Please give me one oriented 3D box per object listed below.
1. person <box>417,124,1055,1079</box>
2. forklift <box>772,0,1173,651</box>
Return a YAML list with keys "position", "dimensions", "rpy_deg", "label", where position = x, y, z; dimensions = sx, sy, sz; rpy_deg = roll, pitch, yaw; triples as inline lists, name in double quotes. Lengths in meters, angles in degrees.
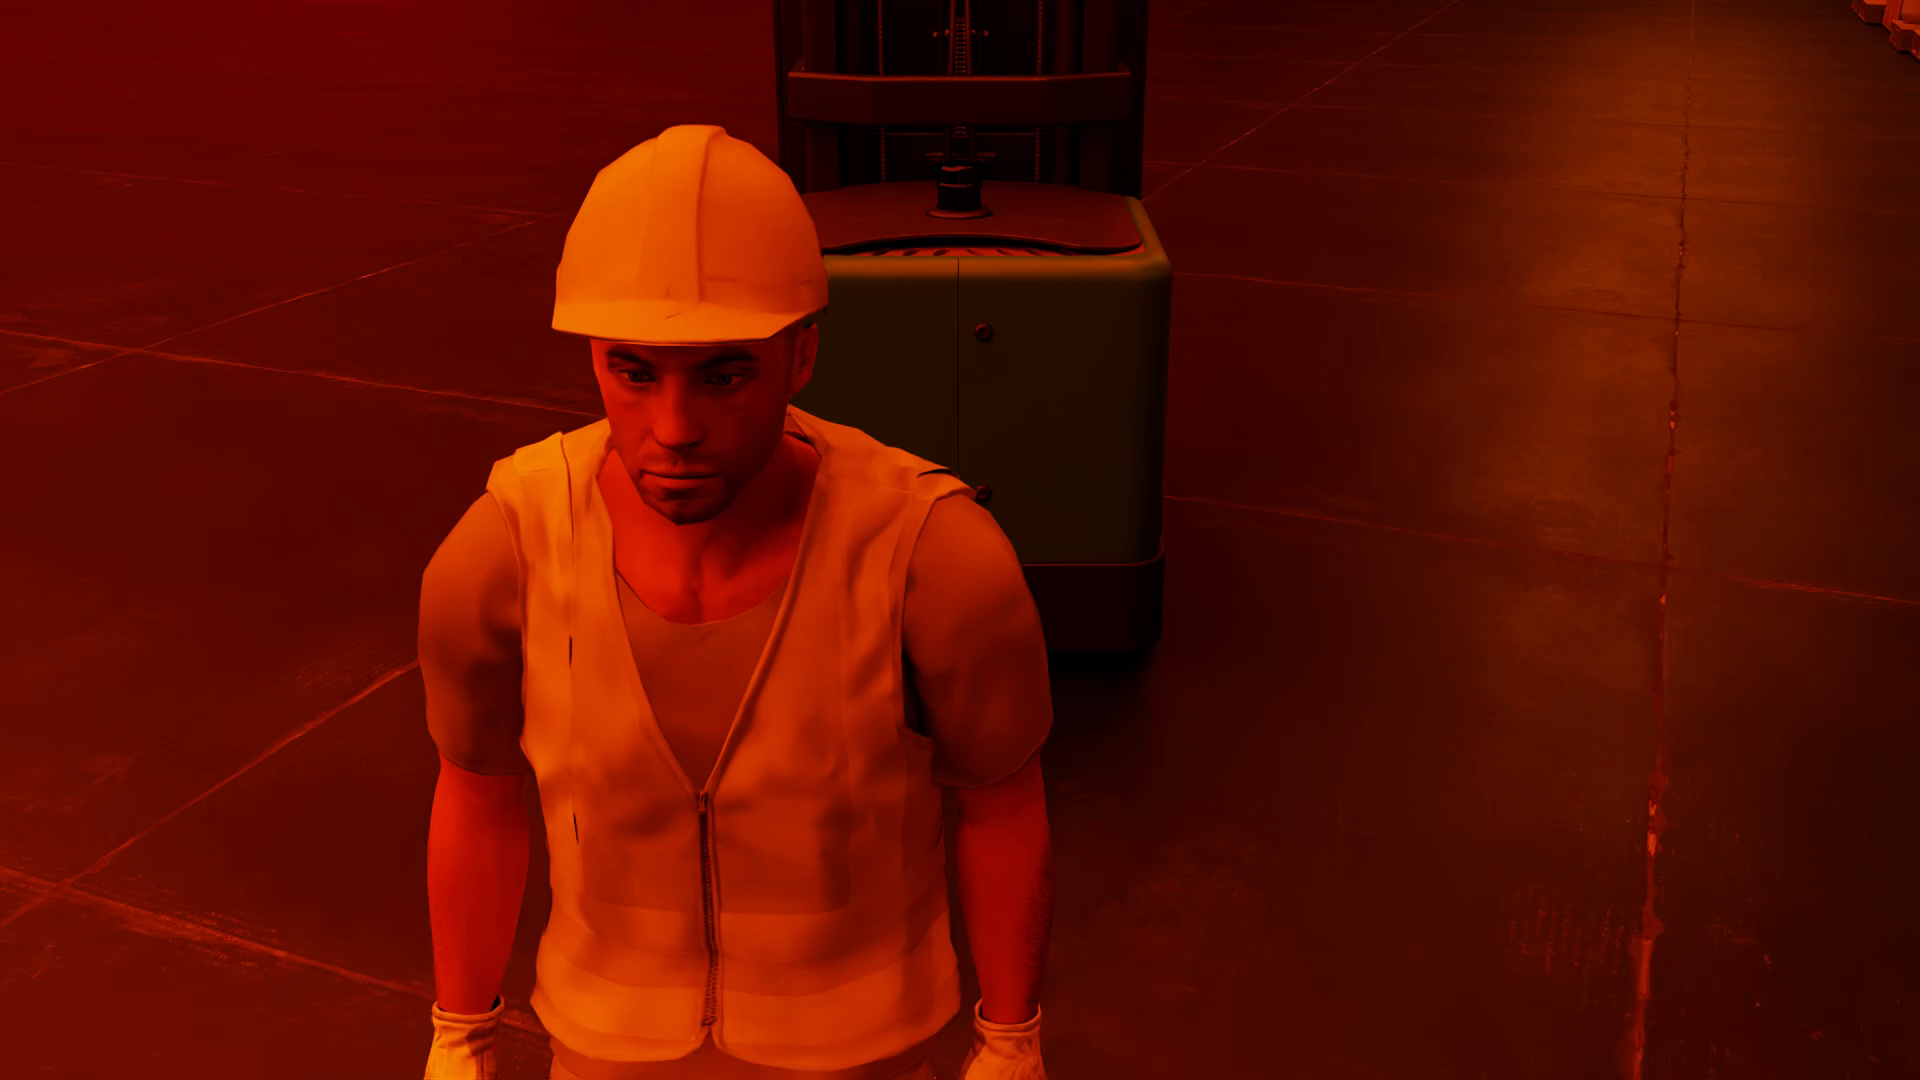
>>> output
- position: [-0.217, 0.504, 1.595]
  dimensions: [0.610, 1.784, 0.443]
  rpy_deg: [2, 23, 4]
  label: "person"
- position: [0.002, -1.587, 5.089]
  dimensions: [1.130, 2.935, 3.031]
  rpy_deg: [0, 23, 0]
  label: "forklift"
